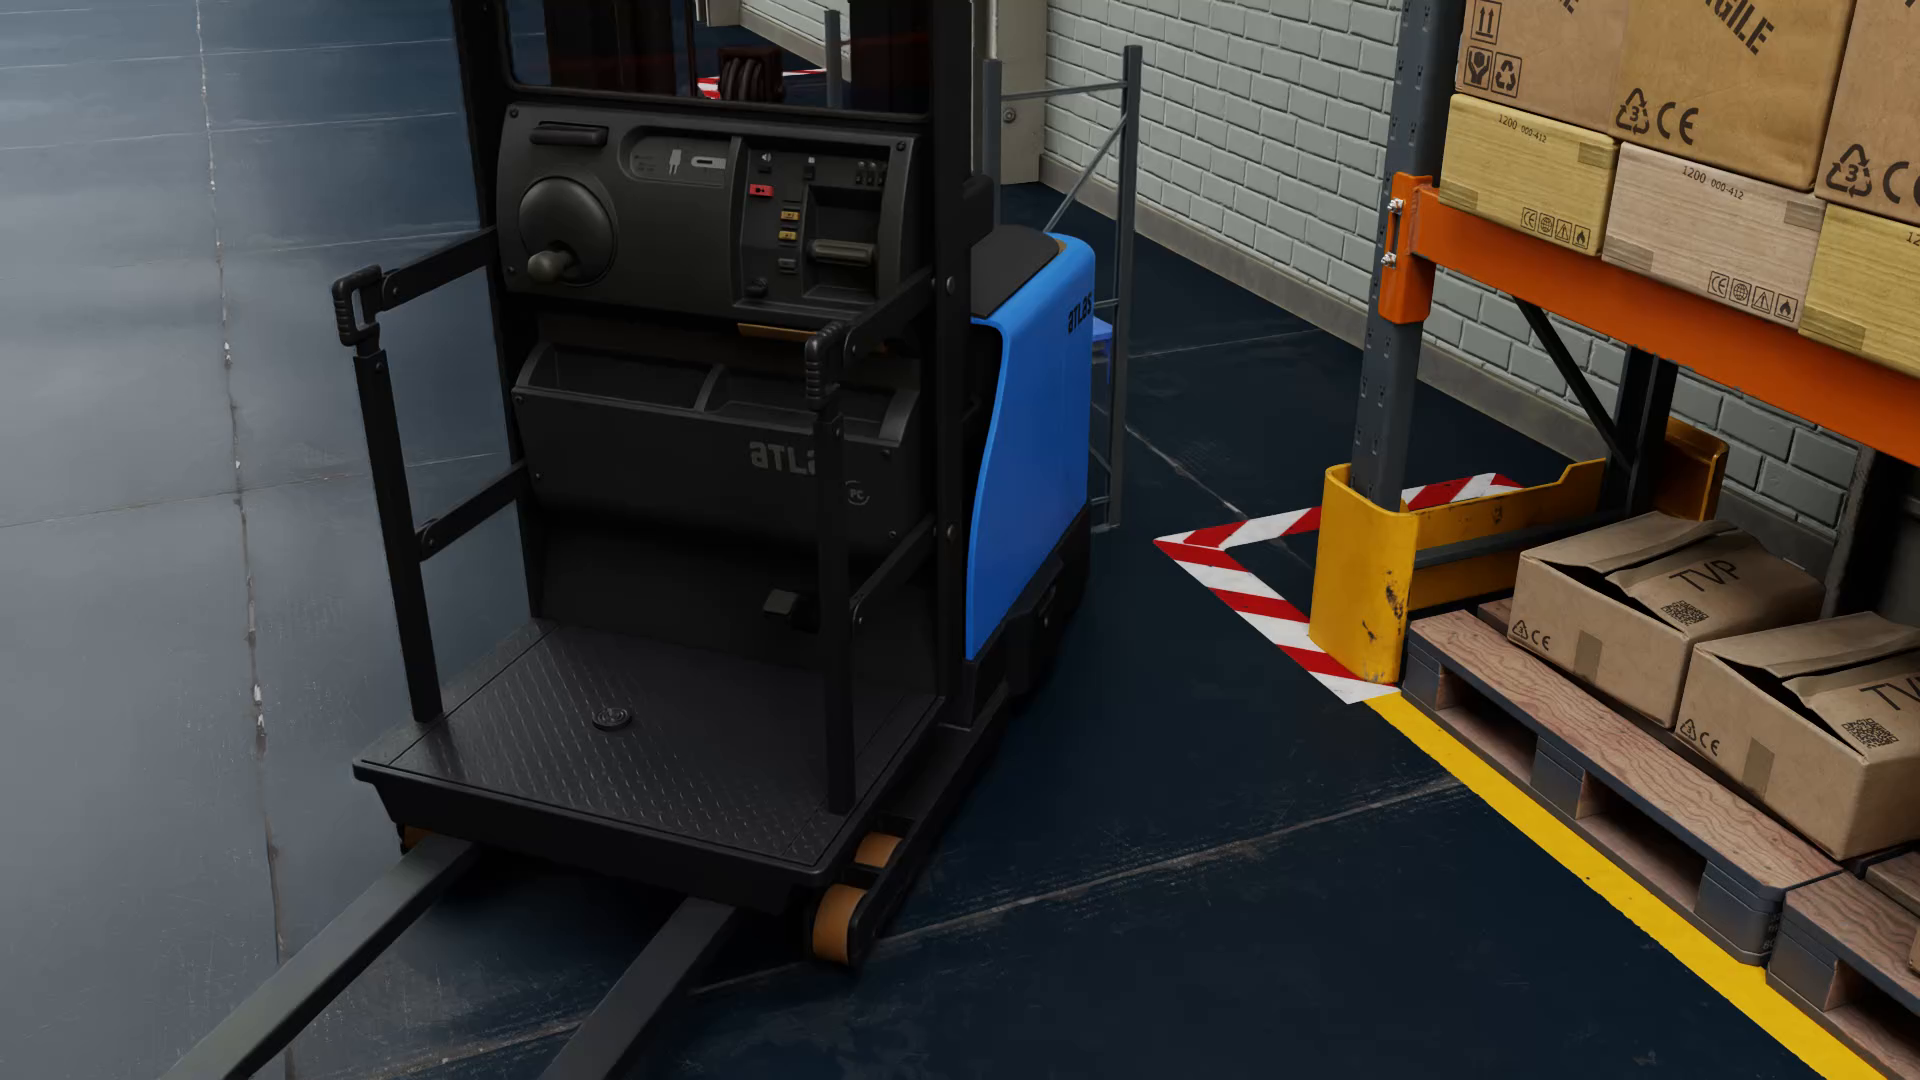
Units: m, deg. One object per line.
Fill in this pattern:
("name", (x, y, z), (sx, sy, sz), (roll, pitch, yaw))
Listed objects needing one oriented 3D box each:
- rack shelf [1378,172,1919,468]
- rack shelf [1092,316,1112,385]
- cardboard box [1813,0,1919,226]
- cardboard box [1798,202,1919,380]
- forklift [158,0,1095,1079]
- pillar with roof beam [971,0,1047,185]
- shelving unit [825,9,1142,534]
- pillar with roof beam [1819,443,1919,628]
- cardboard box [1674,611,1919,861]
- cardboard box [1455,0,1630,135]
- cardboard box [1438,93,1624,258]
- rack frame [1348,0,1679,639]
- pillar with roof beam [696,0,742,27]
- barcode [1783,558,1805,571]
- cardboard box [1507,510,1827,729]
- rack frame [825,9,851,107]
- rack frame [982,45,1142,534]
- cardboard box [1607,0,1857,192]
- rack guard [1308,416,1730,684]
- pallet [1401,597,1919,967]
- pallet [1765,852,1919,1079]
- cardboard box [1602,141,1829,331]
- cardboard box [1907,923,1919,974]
("rack shelf", (2.322, -0.022, 2.696), (1.077, 0.370, 4.000), (-11, 28, -21))
("rack shelf", (0.042, -0.702, 5.388), (0.538, 0.185, 1.000), (-14, 29, -26))
("cardboard box", (1.830, -0.776, 2.713), (0.500, 0.500, 0.500), (-12, 28, -22))
("cardboard box", (1.848, -0.429, 2.857), (0.500, 0.250, 0.500), (-11, 28, -21))
("forklift", (-0.608, -0.641, 3.223), (1.130, 2.935, 3.031), (9, 27, 18))
("pillar with roof beam", (-3.702, -5.397, 6.047), (9.100, 9.000, 0.400), (-11, 28, -21))
("shelving unit", (0.042, -0.863, 5.309), (0.538, 1.500, 1.048), (-14, 29, -26))
("pillar with roof beam", (-1.352, -2.975, 1.086), (9.100, 9.000, 0.400), (-11, 28, -21))
("cardboard box", (1.950, 0.383, 3.610), (0.500, 0.311, 0.500), (-8, 27, -16))
("cardboard box", (1.449, -1.187, 3.555), (0.500, 0.500, 0.500), (-11, 28, -21))
("cardboard box", (1.438, -0.842, 3.705), (0.500, 0.250, 0.500), (-11, 28, -22))
("rack frame", (1.539, -1.152, 4.191), (1.000, 3.000, 0.127), (-11, 28, -21))
("pillar with roof beam", (-6.051, -7.819, 11.008), (9.100, 9.000, 0.400), (-11, 28, -21))
("barcode", (2.102, 0.087, 4.205), (0.001, 0.075, 0.075), (-11, 28, -21))
("cardboard box", (1.727, 0.153, 4.081), (0.500, 0.311, 0.500), (-14, 29, -26))
("rack frame", (-0.204, -1.059, 5.709), (0.500, 1.500, 0.032), (-14, 29, -26))
("rack frame", (0.287, -0.668, 4.909), (0.500, 1.500, 0.032), (-14, 29, -26))
("cardboard box", (1.634, -0.985, 3.143), (0.500, 0.500, 0.500), (-10, 28, -20))
("rack guard", (1.569, 0.002, 4.677), (1.175, 0.500, 0.348), (-11, 28, -21))
("pallet", (1.854, 0.465, 4.056), (1.003, 0.211, 1.213), (-11, 28, -21))
("pallet", (2.328, 0.957, 3.049), (1.003, 0.211, 1.213), (-11, 28, -21))
("cardboard box", (1.654, -0.635, 3.280), (0.500, 0.250, 0.500), (-11, 28, -22))
("cardboard box", (2.192, 0.603, 2.944), (0.700, 0.500, 0.500), (-12, 29, -24))
